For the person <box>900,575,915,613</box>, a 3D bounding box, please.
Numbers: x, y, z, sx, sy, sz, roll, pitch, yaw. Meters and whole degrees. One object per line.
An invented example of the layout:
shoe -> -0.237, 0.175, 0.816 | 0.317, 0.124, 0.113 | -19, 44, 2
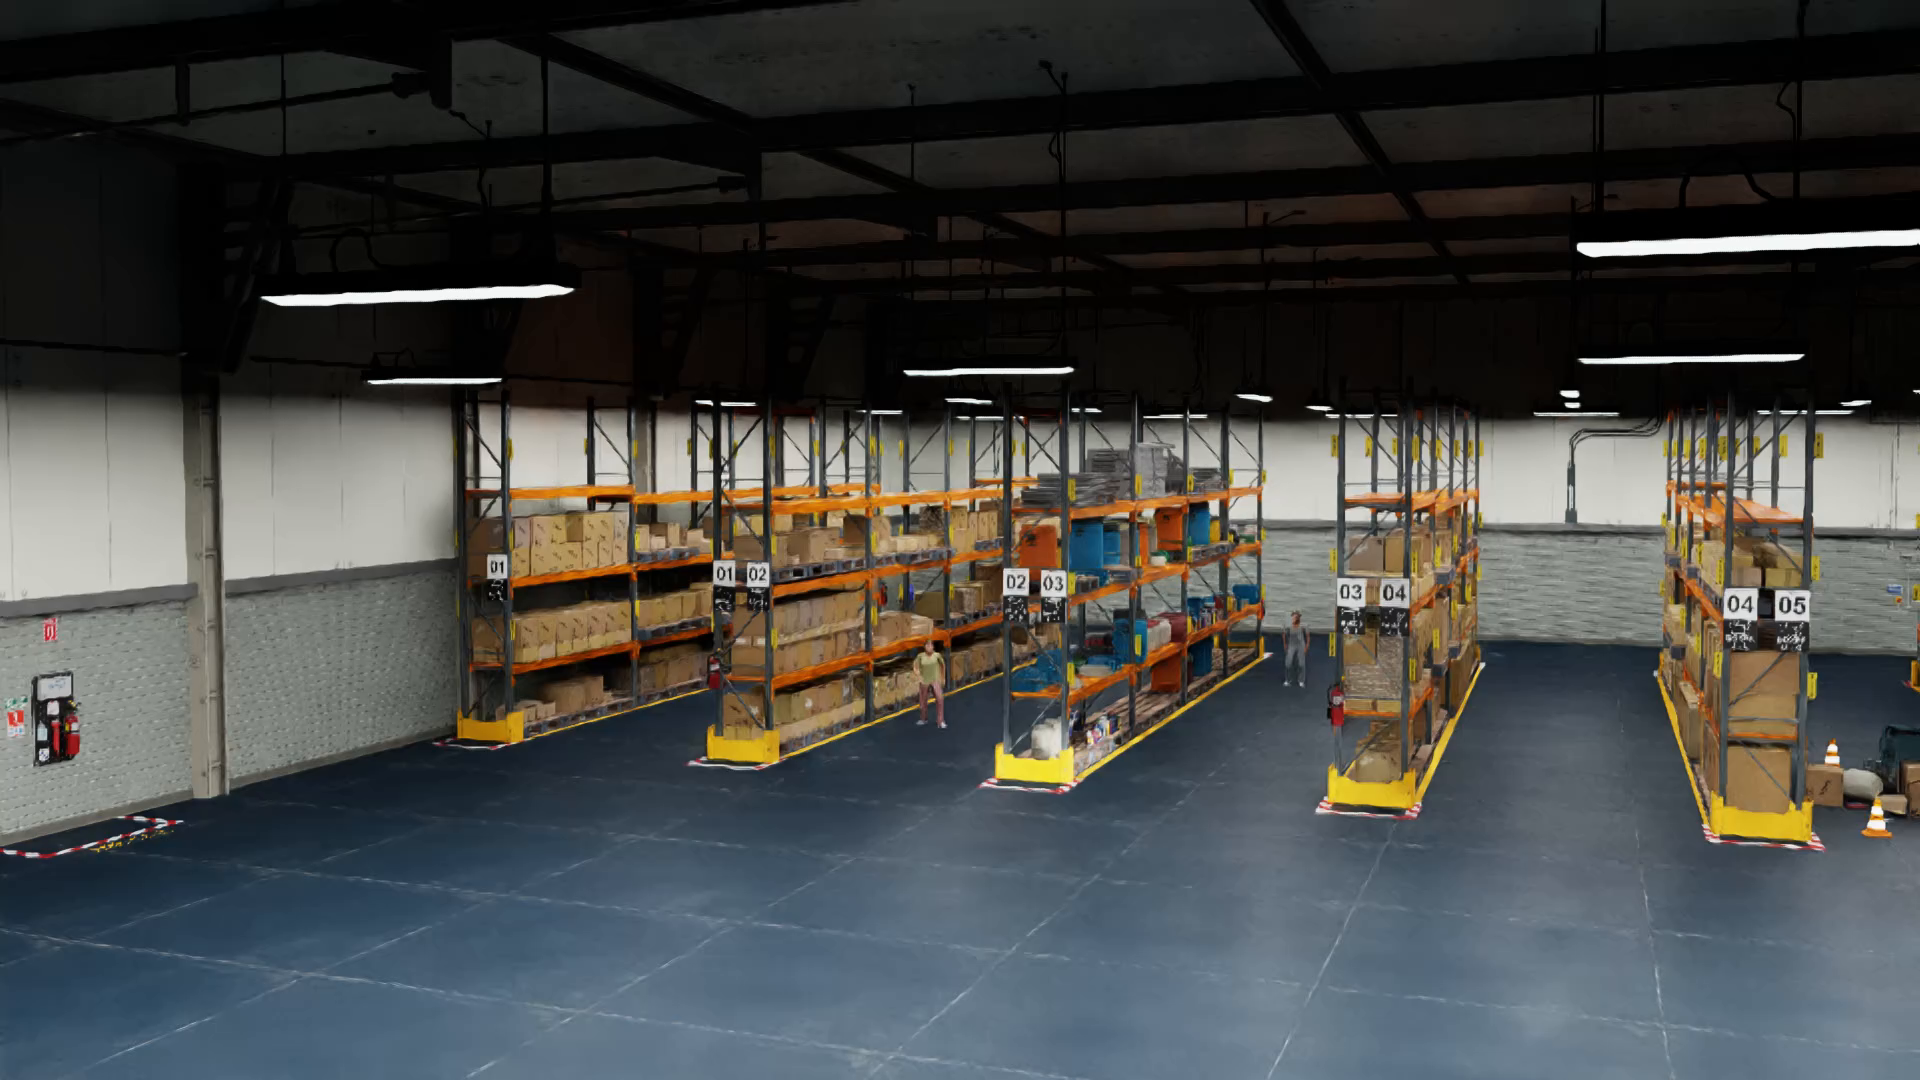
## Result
person -> -1.361, 1.730, 44.283 | 0.697, 1.647, 0.552 | -2, 4, -34

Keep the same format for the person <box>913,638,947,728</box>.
person -> -0.523, 2.547, 29.849 | 0.625, 1.607, 0.778 | 0, 3, 3

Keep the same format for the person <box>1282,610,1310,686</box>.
person -> 7.065, 2.276, 34.949 | 0.580, 1.618, 0.507 | 1, 3, 19

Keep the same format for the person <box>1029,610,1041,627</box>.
person -> 2.060, 1.665, 44.566 | 0.586, 1.778, 0.574 | -1, 3, -15
